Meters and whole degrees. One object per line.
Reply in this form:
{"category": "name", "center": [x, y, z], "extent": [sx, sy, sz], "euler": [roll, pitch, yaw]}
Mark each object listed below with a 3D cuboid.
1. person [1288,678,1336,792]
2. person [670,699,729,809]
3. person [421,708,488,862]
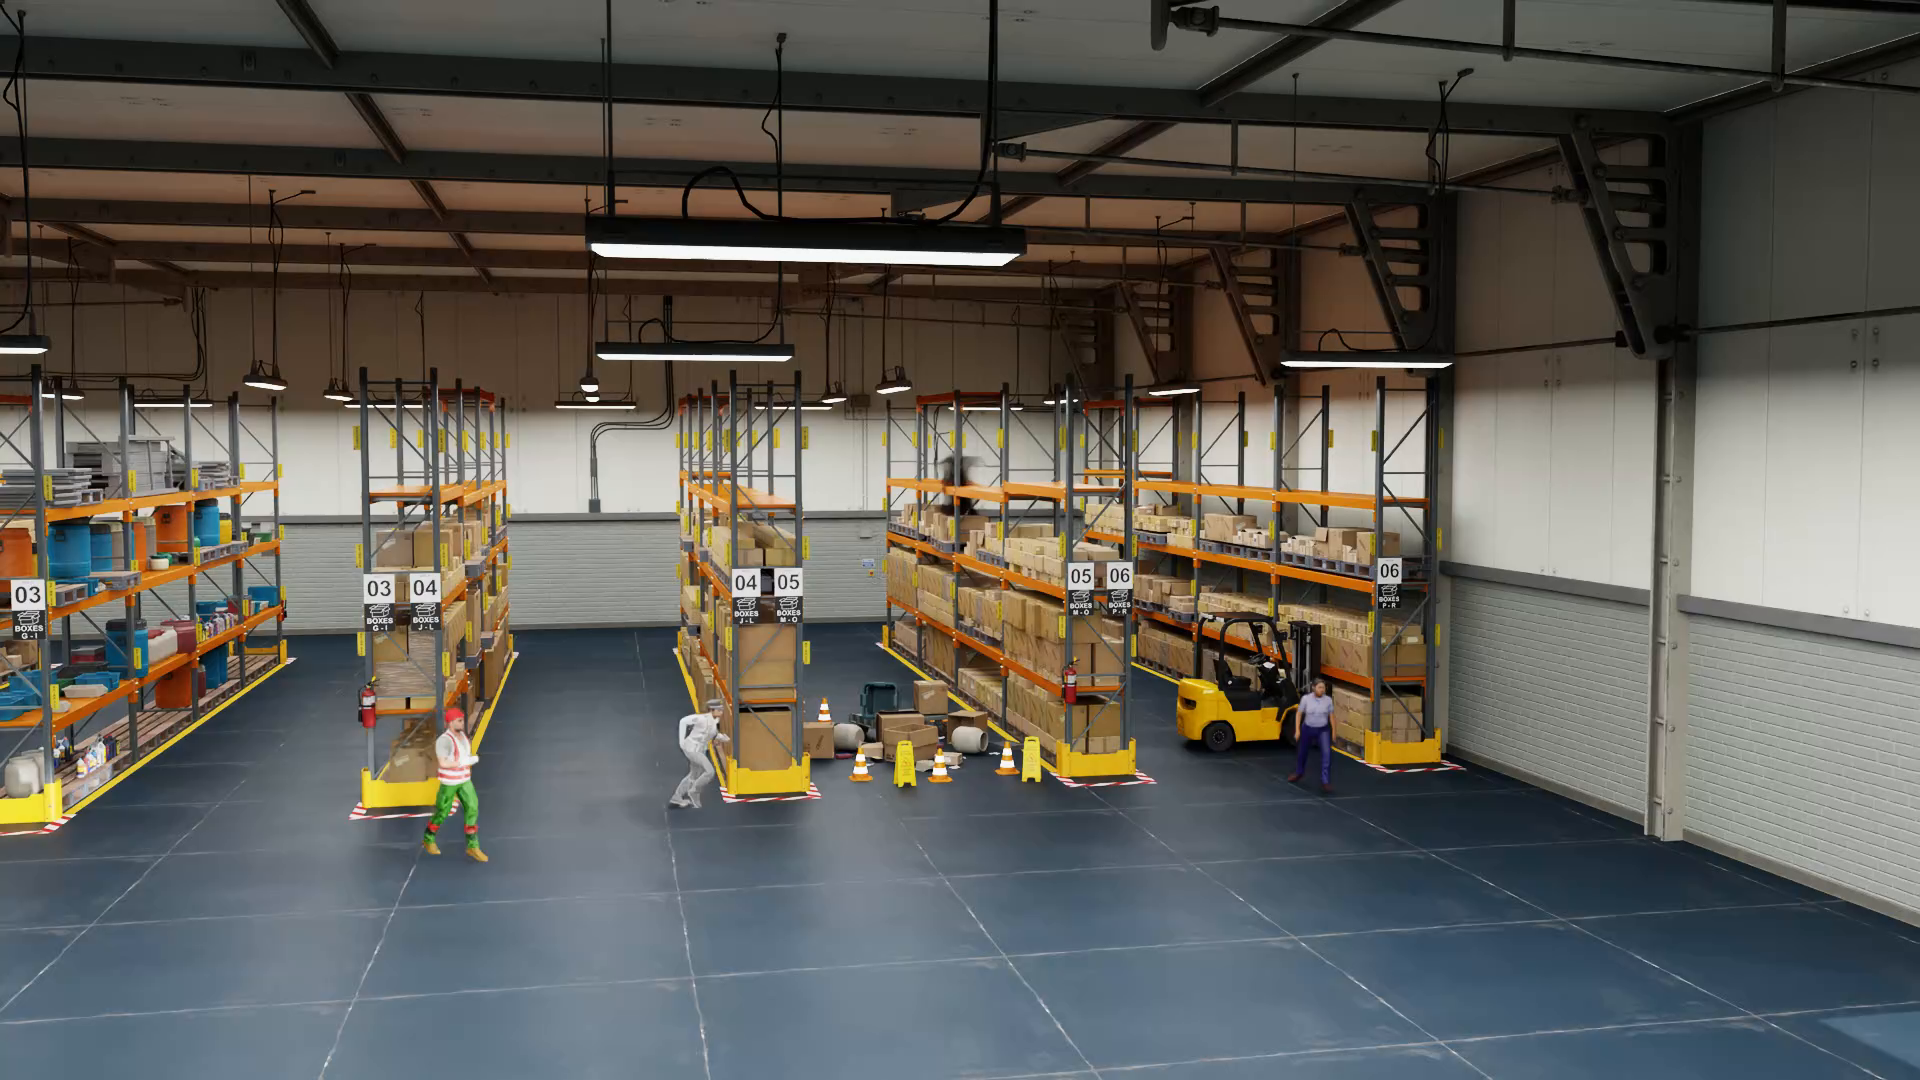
{"category": "person", "center": [5.117, 2.774, 24.035], "extent": [0.655, 1.589, 0.922], "euler": [0, 3, 3]}
{"category": "person", "center": [-3.556, 2.899, 22.529], "extent": [0.902, 1.516, 0.650], "euler": [1, 4, 22]}
{"category": "person", "center": [-6.050, 2.900, 19.806], "extent": [0.910, 1.818, 0.647], "euler": [2, 4, 27]}
